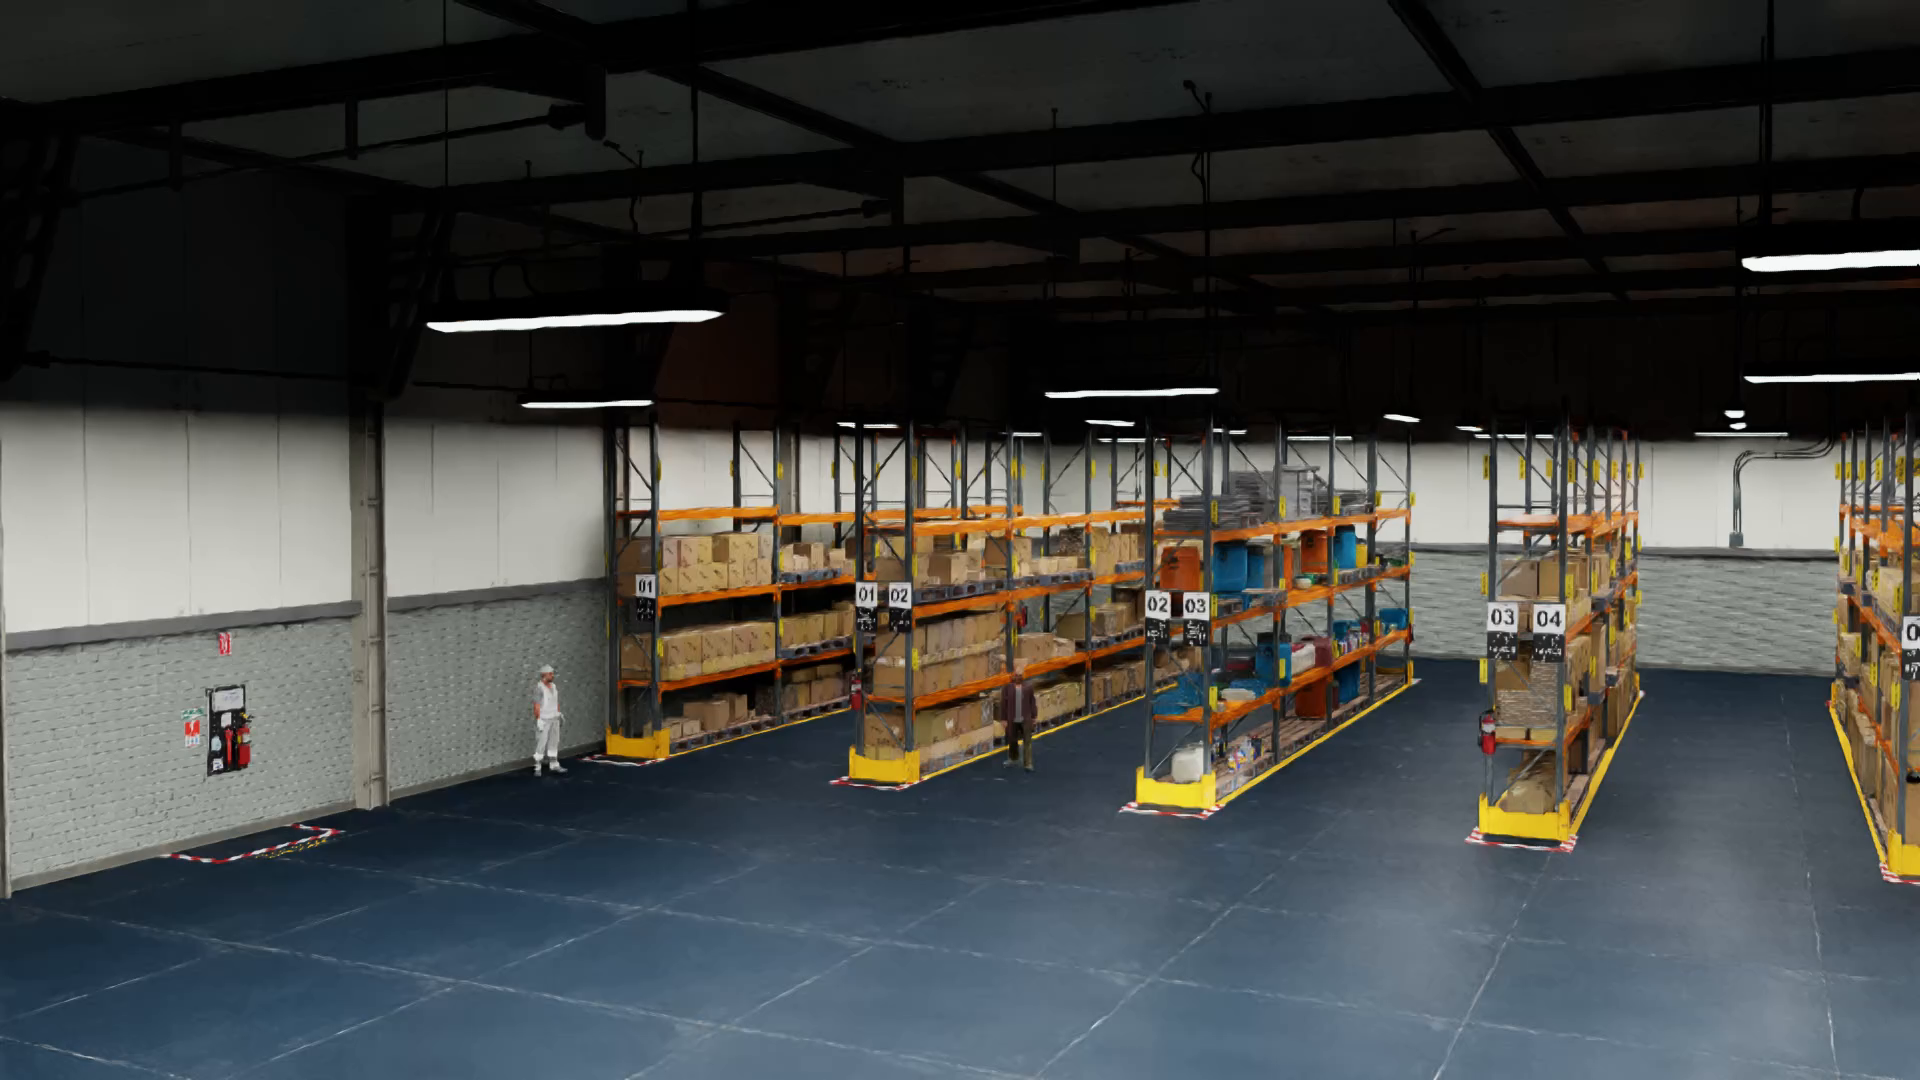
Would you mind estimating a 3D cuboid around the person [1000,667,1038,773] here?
[{"bbox_3d":[0.982,2.974,27.684,0.634,1.735,1.031,0,2,3],"label":"person"}]

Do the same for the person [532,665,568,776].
[{"bbox_3d":[-6.742,2.937,27.258,0.388,1.792,0.676,1,3,28],"label":"person"}]
